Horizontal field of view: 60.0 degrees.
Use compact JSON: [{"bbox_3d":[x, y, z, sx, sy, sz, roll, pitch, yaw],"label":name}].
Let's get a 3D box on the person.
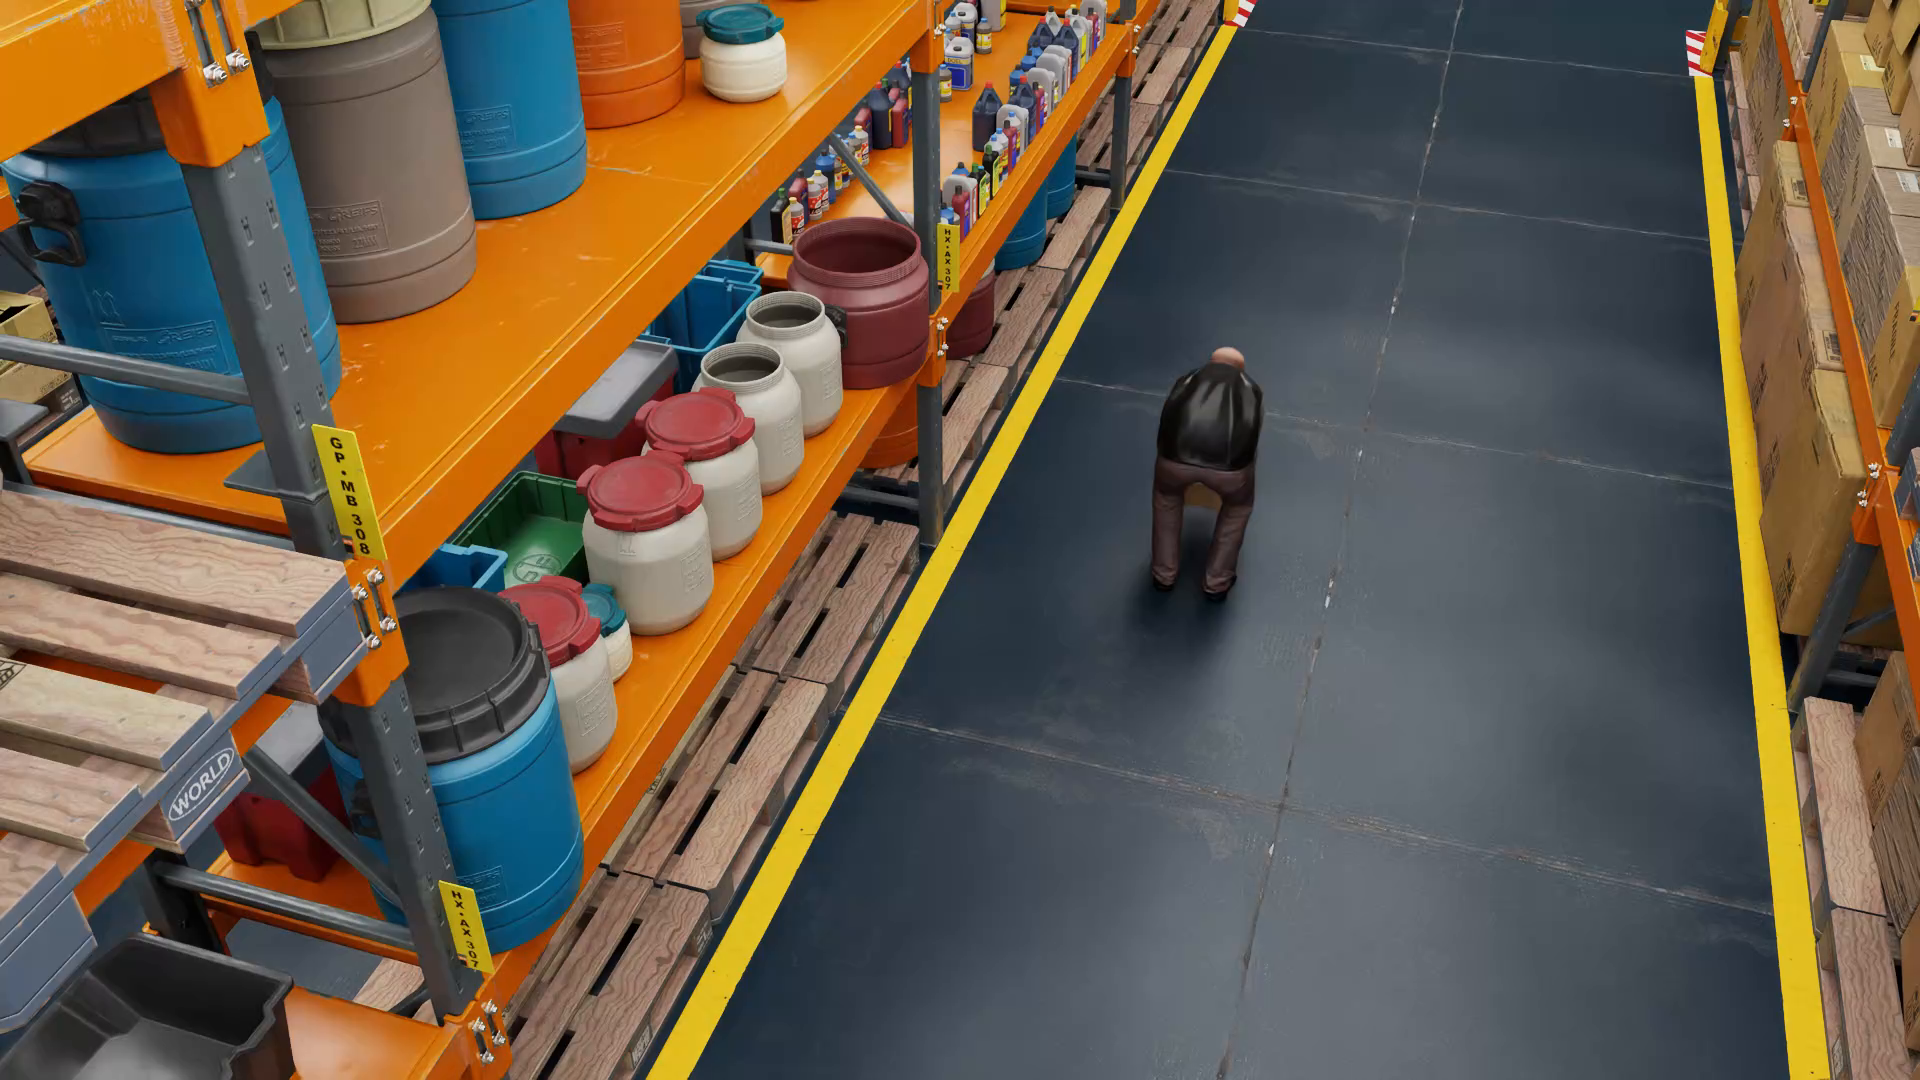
[{"bbox_3d":[1.182,-0.353,7.913,0.480,1.088,0.961,9,38,12],"label":"person"}]
